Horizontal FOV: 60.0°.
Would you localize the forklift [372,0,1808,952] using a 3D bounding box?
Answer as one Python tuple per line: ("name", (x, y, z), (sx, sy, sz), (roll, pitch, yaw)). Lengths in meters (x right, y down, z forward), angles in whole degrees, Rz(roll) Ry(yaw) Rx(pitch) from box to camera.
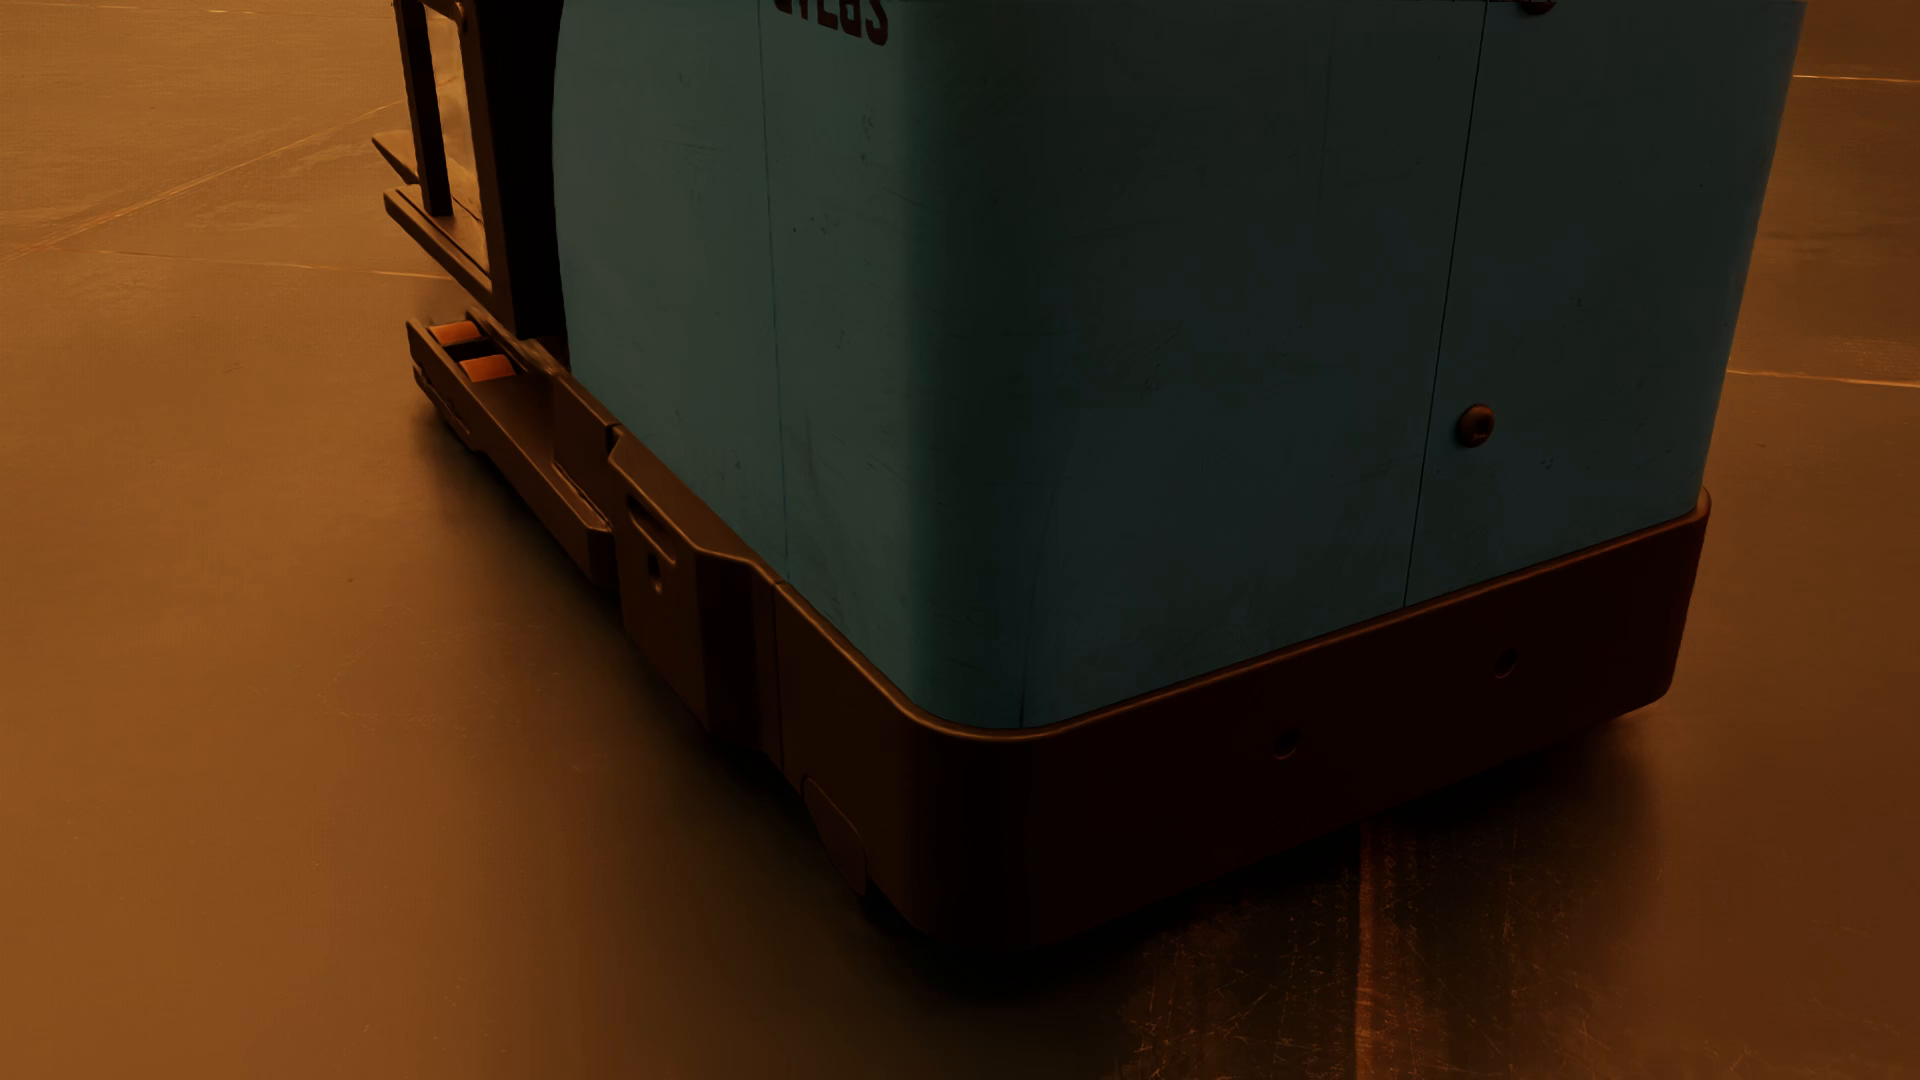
("forklift", (-0.313, -1.545, 2.309), (1.130, 2.935, 3.031), (-15, 30, -27))
